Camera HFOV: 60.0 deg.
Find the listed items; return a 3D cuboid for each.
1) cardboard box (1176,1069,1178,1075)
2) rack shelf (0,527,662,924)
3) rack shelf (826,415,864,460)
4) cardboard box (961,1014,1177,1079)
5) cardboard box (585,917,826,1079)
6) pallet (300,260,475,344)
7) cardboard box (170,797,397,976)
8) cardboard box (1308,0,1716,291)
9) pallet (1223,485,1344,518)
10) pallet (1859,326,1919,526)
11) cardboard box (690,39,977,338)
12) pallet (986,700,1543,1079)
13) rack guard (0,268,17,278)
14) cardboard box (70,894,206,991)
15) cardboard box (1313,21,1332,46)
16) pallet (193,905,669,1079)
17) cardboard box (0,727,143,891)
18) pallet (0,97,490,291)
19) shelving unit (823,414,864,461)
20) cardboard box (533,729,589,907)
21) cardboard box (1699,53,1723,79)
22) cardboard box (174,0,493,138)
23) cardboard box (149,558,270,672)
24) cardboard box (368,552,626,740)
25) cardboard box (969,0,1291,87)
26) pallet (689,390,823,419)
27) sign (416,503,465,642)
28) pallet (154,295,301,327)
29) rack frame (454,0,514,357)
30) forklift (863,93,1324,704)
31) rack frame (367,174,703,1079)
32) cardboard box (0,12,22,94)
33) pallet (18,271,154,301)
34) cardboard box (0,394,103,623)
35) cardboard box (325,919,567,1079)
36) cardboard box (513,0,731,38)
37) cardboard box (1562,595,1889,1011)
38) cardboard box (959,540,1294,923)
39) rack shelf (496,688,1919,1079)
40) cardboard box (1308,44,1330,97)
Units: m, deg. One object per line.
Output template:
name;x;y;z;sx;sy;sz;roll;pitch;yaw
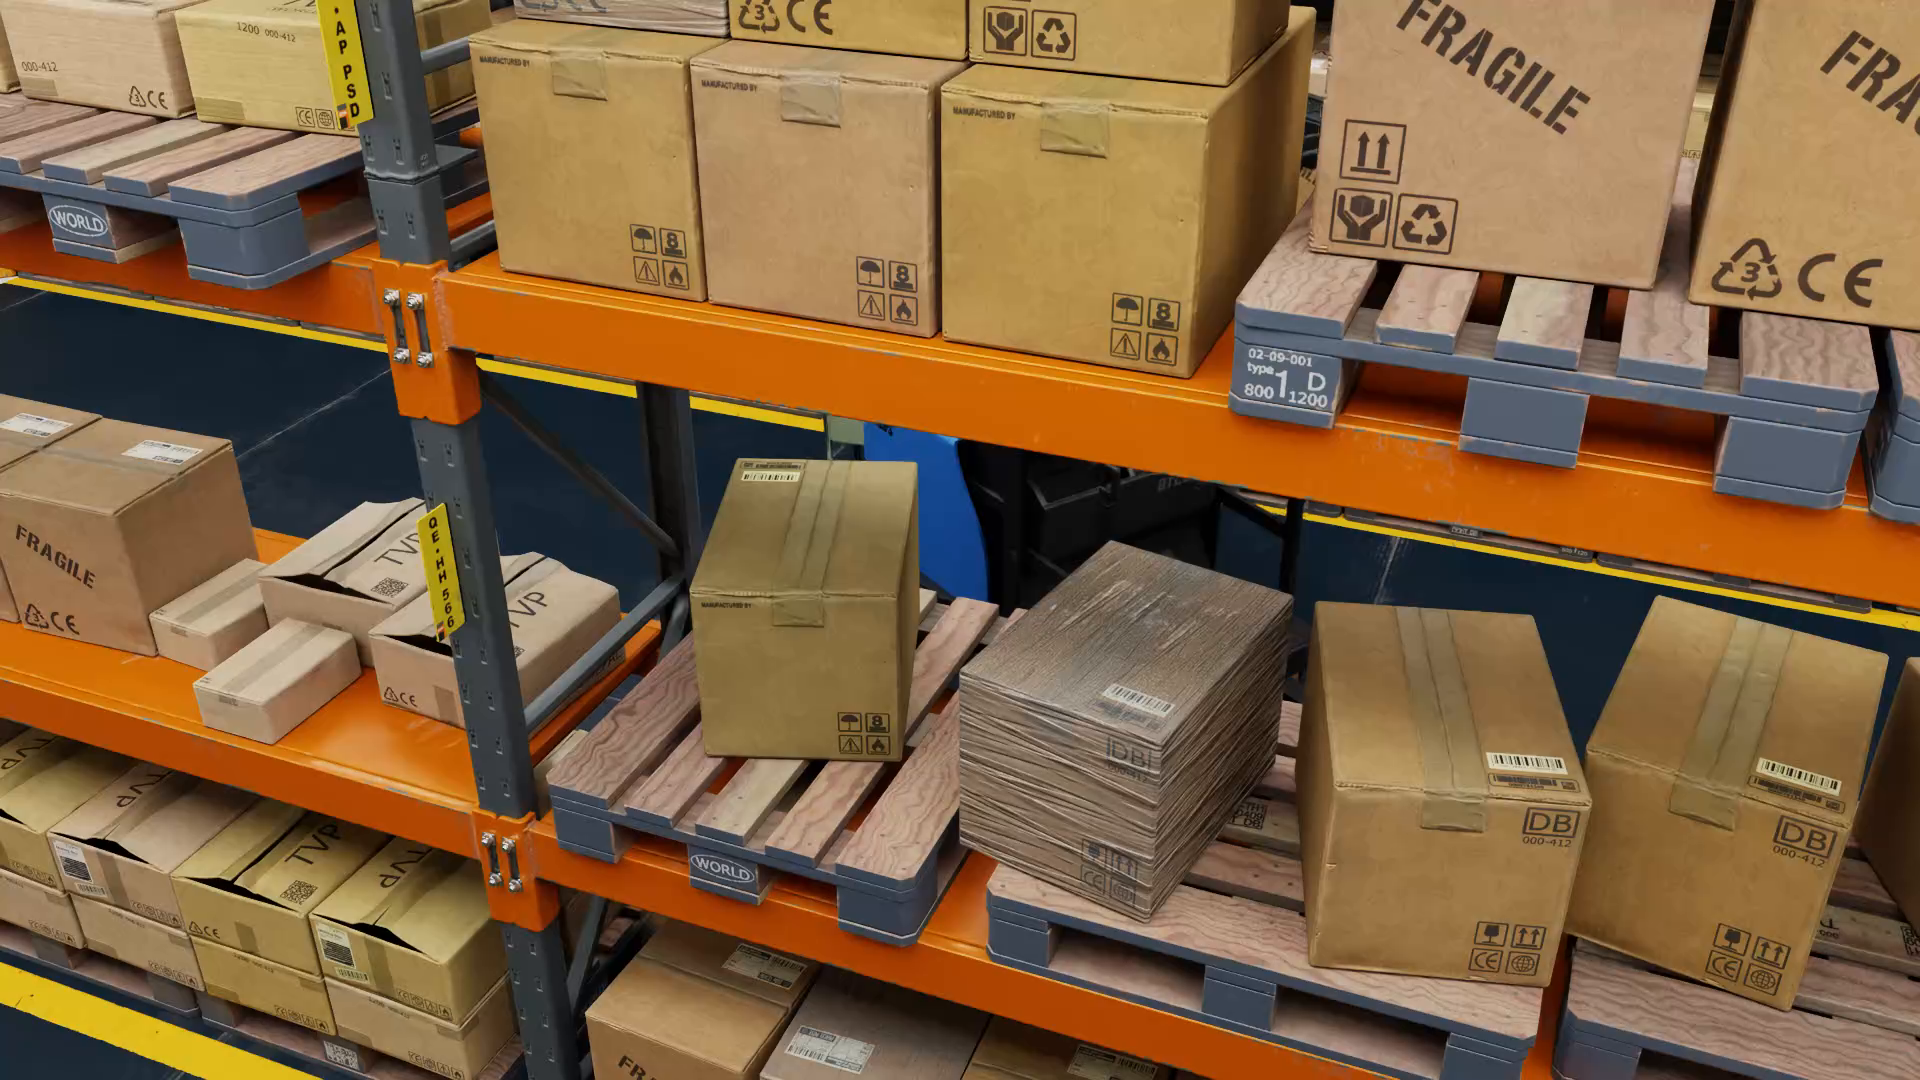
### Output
cardboard box;0.428;1.387;4.840;0.500;0.500;0.500;10;31;17
rack shelf;-2.860;0.272;5.452;4.000;0.370;1.077;11;31;19
rack shelf;-0.253;-0.530;8.326;0.720;0.370;0.431;10;31;17
cardboard box;0.258;1.629;4.412;0.500;0.500;0.500;11;31;18
cardboard box;-0.692;1.440;4.747;0.500;0.500;0.500;13;32;21
pallet;-3.490;-1.565;10.804;1.213;0.211;1.003;11;31;19
cardboard box;-2.069;1.021;5.193;0.500;0.311;0.500;11;31;18
cardboard box;1.024;-0.879;3.079;0.600;0.600;0.600;10;31;17
pallet;1.555;-0.536;8.985;1.213;0.211;1.003;11;31;19
pallet;2.122;-0.308;2.889;1.003;0.211;1.213;11;31;19
cardboard box;-0.117;-0.861;3.575;0.500;0.500;0.910;11;31;19
pallet;0.797;0.770;4.034;1.213;0.211;1.003;11;31;19
rack guard;-6.490;-2.308;11.826;0.348;0.500;1.175;11;31;19
cardboard box;-2.530;1.169;5.502;0.500;0.250;0.500;12;32;20
cardboard box;1.849;-2.376;8.218;0.500;0.250;0.500;10;31;17
pallet;-1.755;1.373;5.607;1.213;0.211;1.003;11;31;19
cardboard box;-2.999;0.833;5.526;0.500;0.311;0.500;12;32;20
pallet;-1.669;-0.980;4.078;1.003;0.211;1.213;13;32;21
shelving unit;-0.253;-0.814;8.166;0.755;1.500;0.431;10;31;17
cardboard box;-1.381;0.868;5.464;0.500;0.311;0.500;12;32;21
cardboard box;3.277;-2.087;7.707;0.500;0.250;0.500;10;31;17
cardboard box;-1.448;-1.153;3.919;0.500;0.250;0.500;9;31;15
cardboard box;-2.209;0.228;5.054;0.250;0.149;0.380;14;32;23
cardboard box;-1.327;0.280;4.796;0.500;0.311;0.500;13;32;22
cardboard box;0.340;-1.184;3.130;0.500;0.500;0.500;11;31;19
pallet;-0.998;-1.088;9.961;1.213;0.211;1.003;11;31;19
sign;-1.212;0.078;3.886;0.005;0.325;0.100;11;31;19
pallet;-4.624;-1.790;11.202;1.213;0.211;1.003;11;31;19
rack frame;-2.854;-2.671;9.927;0.127;3.000;1.000;11;31;19
forklift;0.792;-0.613;6.355;1.130;2.935;3.031;-18;34;-29
rack frame;-1.007;0.329;4.620;0.127;3.000;1.000;11;31;19
cardboard box;-2.467;-1.353;4.272;0.500;0.250;0.500;11;31;18
pallet;-5.751;-2.016;11.603;1.213;0.211;1.003;11;31;19
cardboard box;-3.055;-0.115;5.304;0.500;0.500;0.500;11;31;19
cardboard box;-1.586;1.357;5.169;0.500;0.250;0.500;12;32;20
cardboard box;-0.605;-1.372;3.463;0.500;0.500;0.500;11;31;19
cardboard box;1.684;0.554;3.692;0.500;0.500;0.700;17;33;27
cardboard box;0.395;0.424;3.923;0.500;0.500;0.700;18;34;28
rack shelf;0.847;1.012;4.142;4.000;0.370;1.077;11;31;19
cardboard box;1.674;-2.138;7.798;0.500;0.250;0.500;11;31;18
